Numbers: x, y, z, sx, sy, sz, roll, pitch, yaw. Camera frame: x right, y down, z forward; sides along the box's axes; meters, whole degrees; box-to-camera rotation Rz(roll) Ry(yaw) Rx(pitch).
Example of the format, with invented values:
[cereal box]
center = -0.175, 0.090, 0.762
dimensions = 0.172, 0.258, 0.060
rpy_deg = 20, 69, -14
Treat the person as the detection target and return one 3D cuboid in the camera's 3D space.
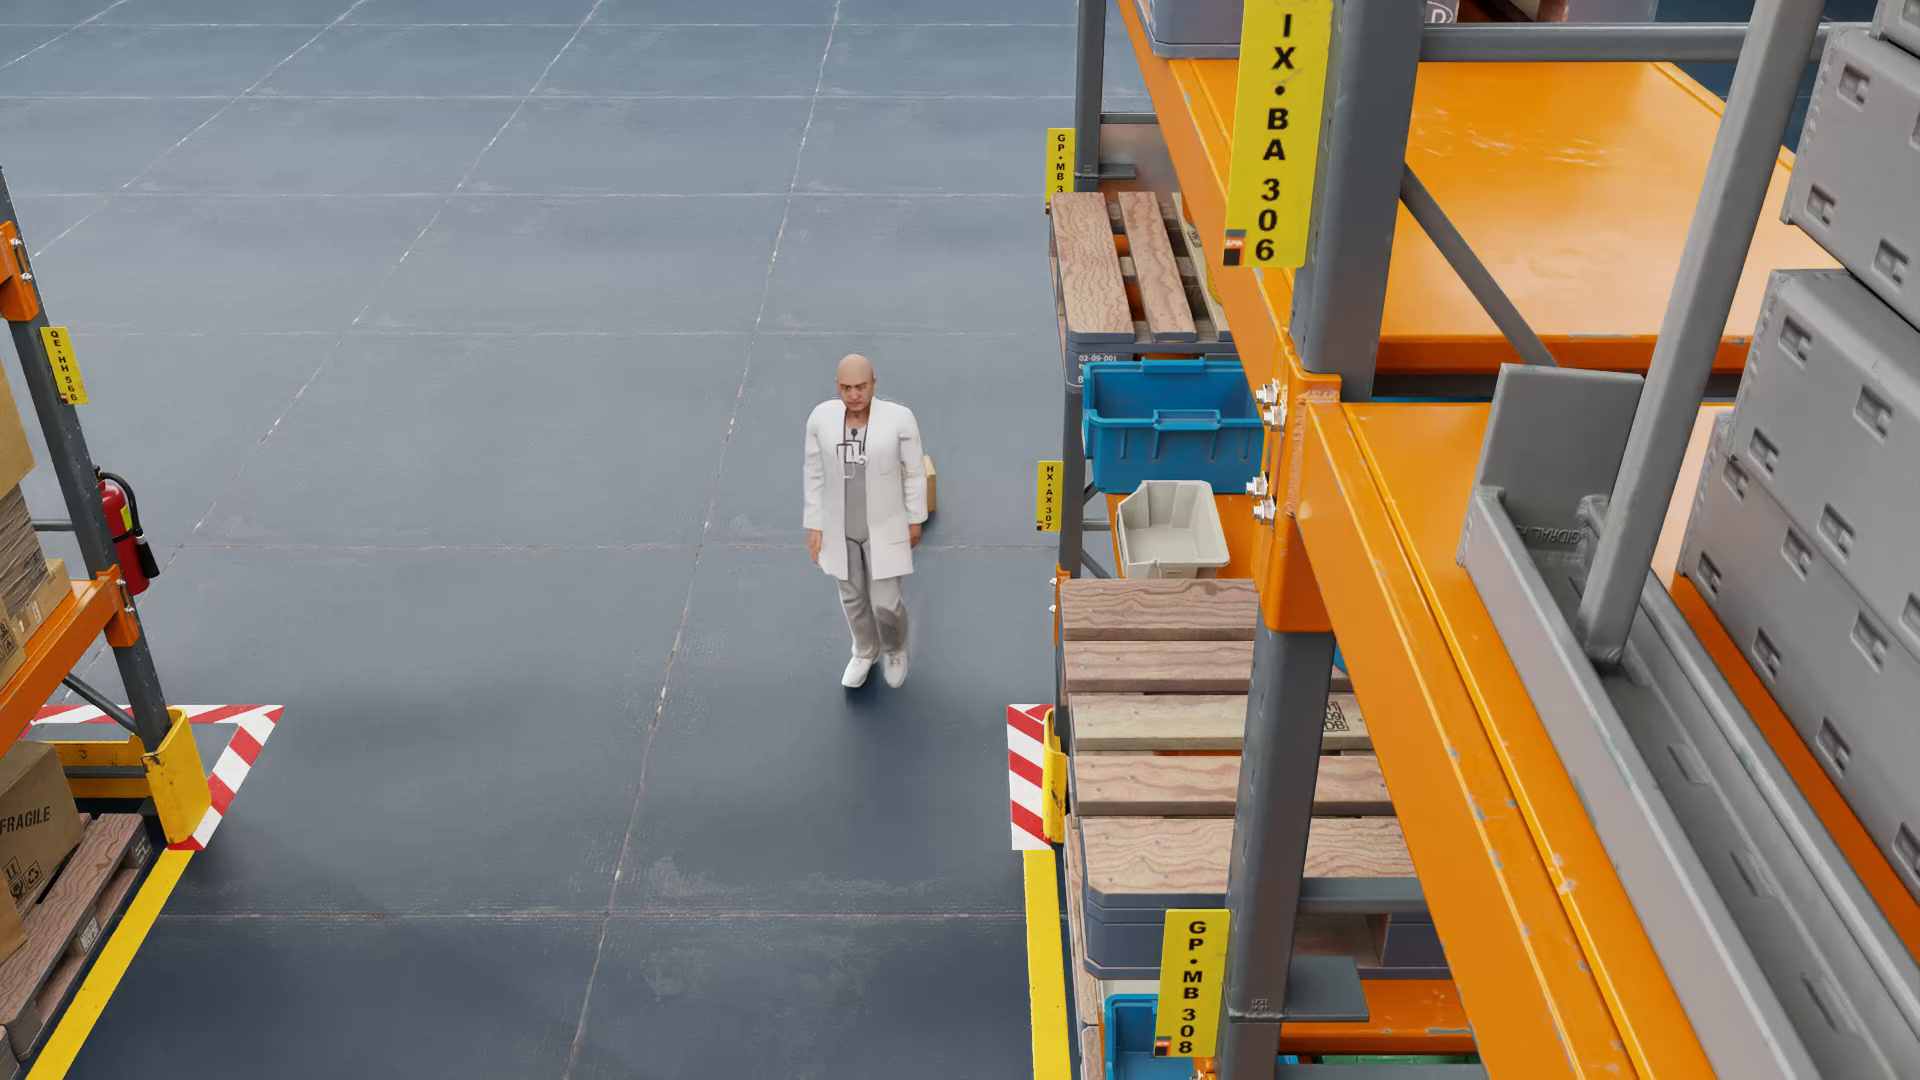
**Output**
[person]
center = -0.464, -0.047, 8.008
dimensions = 0.587, 1.805, 0.480
rpy_deg = 6, 32, 10
